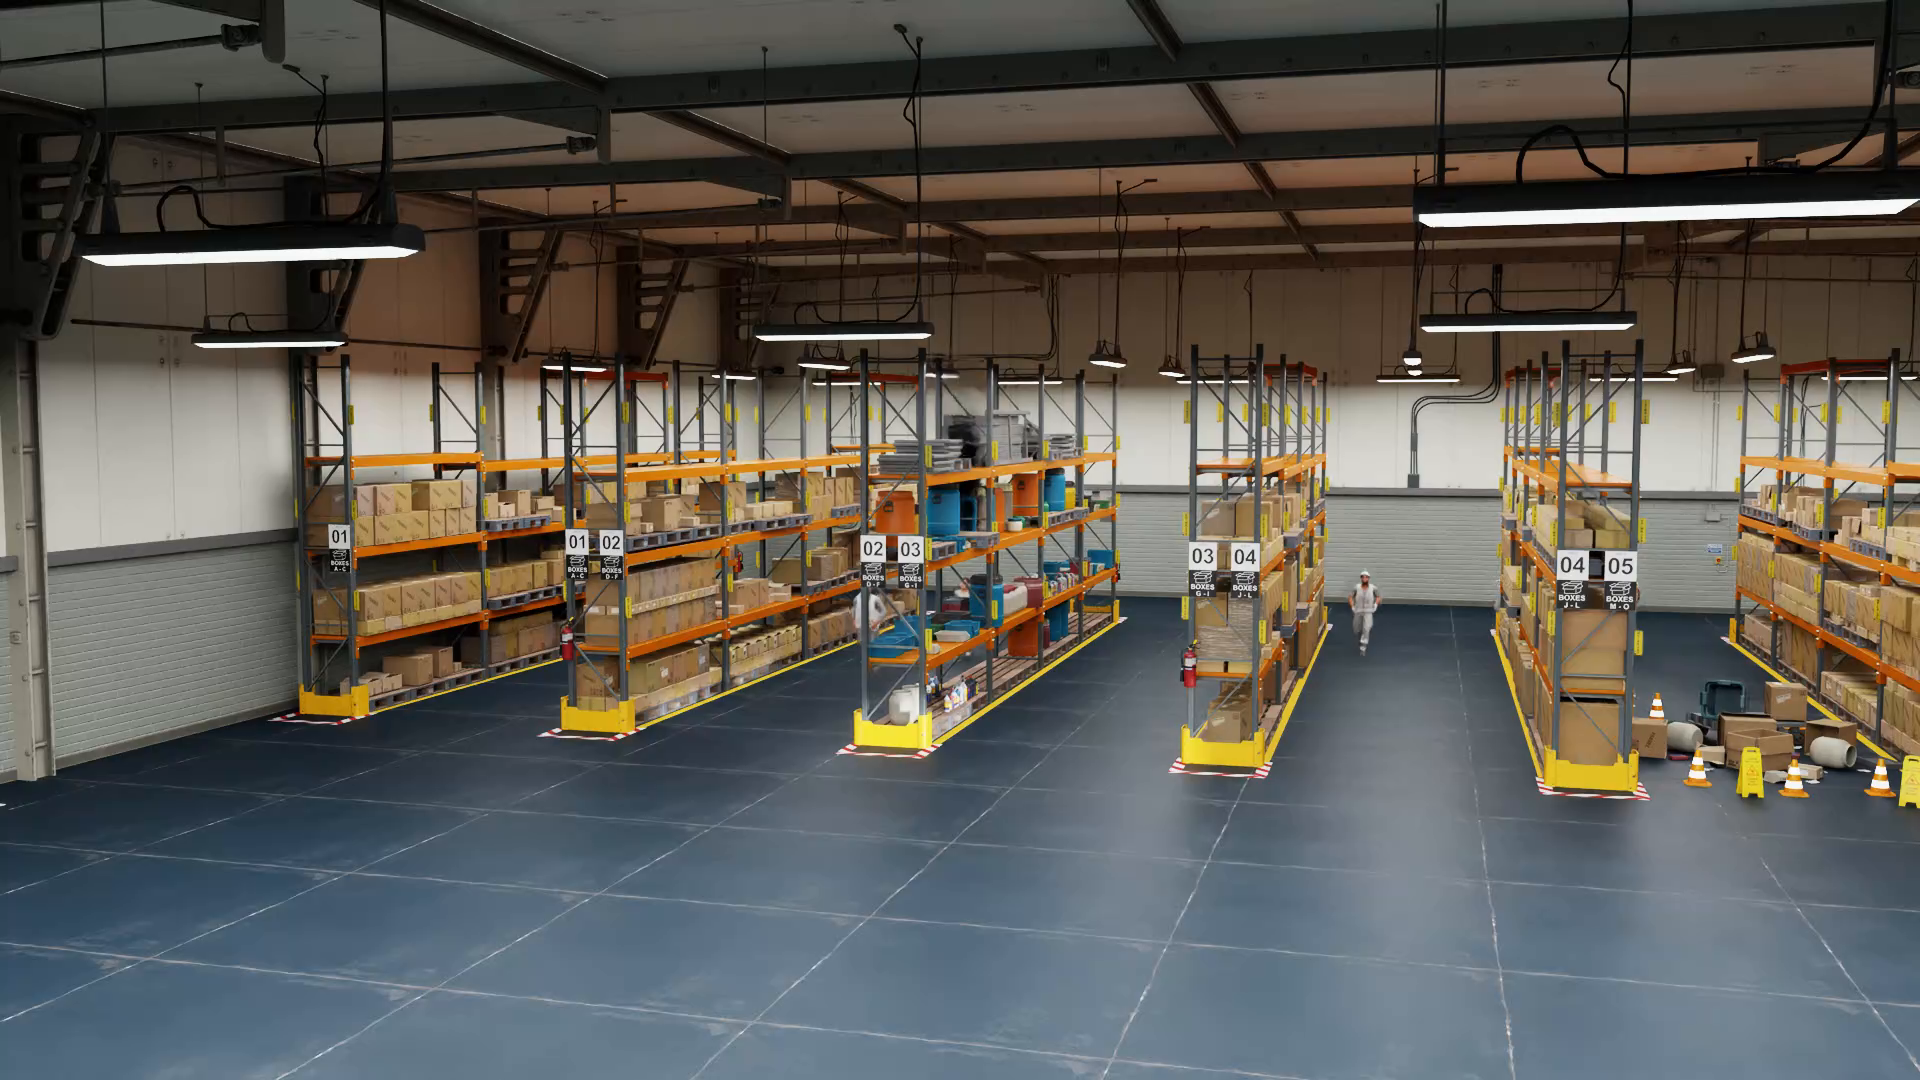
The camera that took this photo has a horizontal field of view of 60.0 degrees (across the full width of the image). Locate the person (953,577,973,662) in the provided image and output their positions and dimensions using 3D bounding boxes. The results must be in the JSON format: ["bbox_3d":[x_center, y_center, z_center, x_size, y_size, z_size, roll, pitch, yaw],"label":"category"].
[{"bbox_3d":[0.066,1.617,34.028,0.538,1.721,0.766,1,4,13],"label":"person"}]

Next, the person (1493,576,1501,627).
[{"bbox_3d":[12.869,1.264,39.125,0.646,1.692,0.648,2,5,28],"label":"person"}]

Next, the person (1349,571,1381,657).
[{"bbox_3d":[8.484,1.531,34.912,0.645,1.752,0.962,2,5,21],"label":"person"}]

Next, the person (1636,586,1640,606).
[{"bbox_3d":[14.136,1.466,35.588,0.726,1.753,0.975,1,4,9],"label":"person"}]

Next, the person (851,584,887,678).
[{"bbox_3d":[-1.665,1.586,30.173,0.684,1.766,0.805,1,4,14],"label":"person"}]
